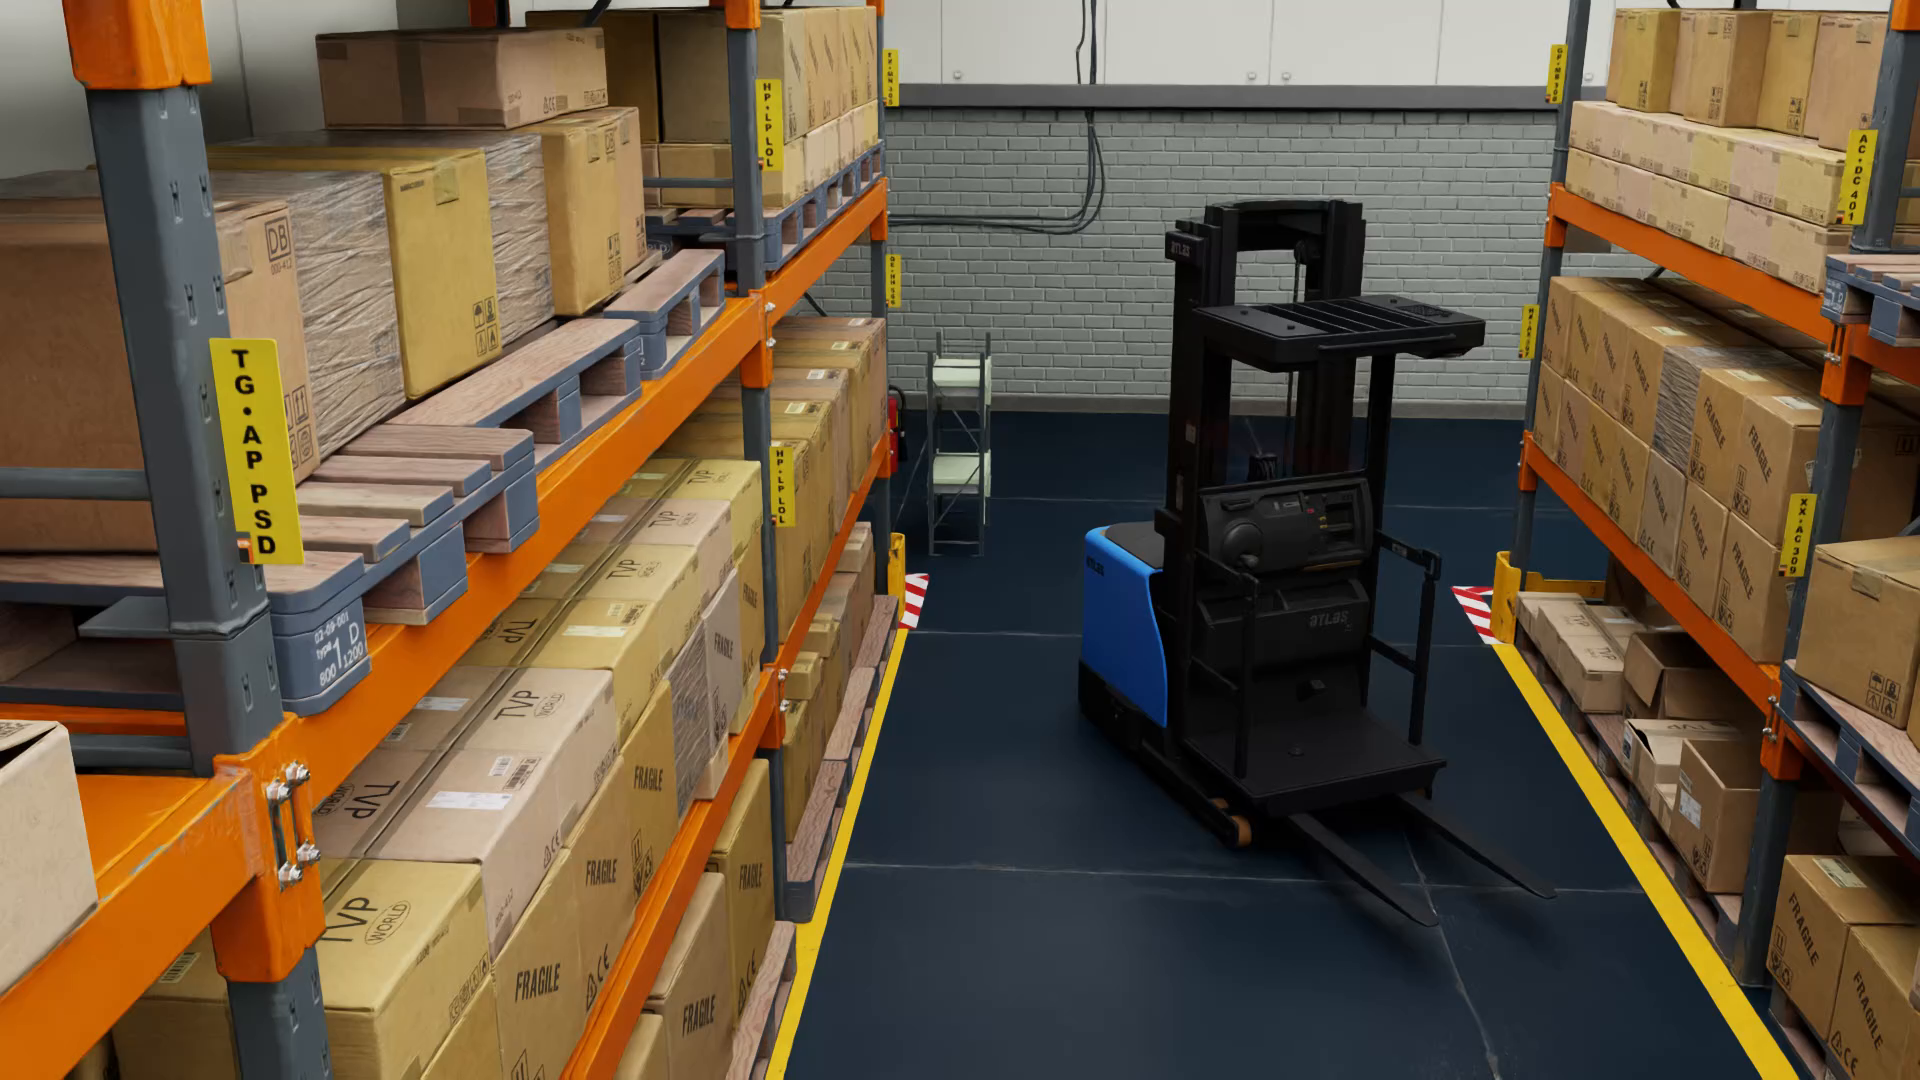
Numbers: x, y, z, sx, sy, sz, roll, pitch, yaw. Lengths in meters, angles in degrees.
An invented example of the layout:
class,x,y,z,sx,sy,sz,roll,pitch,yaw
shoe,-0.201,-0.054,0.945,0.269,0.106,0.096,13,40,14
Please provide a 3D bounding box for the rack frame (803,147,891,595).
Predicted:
class,x,y,z,sx,sy,sz,roll,pitch,yaw
rack frame,-0.954,-0.947,10.496,1.000,3.000,0.127,1,18,4

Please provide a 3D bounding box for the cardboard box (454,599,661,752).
class,x,y,z,sx,sy,sz,roll,pitch,yaw
cardboard box,-1.137,0.367,4.612,0.500,0.250,0.500,1,18,3

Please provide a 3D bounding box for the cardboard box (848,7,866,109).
class,x,y,z,sx,sy,sz,roll,pitch,yaw
cardboard box,-0.781,-2.516,8.669,0.500,0.500,0.500,2,18,6

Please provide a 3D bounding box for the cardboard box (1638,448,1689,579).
class,x,y,z,sx,sy,sz,roll,pitch,yaw
cardboard box,3.551,-0.124,7.822,0.500,0.500,0.500,2,18,5

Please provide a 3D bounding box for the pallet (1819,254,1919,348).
class,x,y,z,sx,sy,sz,roll,pitch,yaw
pallet,3.584,-0.731,5.320,1.213,0.211,1.003,1,18,4

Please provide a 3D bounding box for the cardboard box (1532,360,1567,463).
class,x,y,z,sx,sy,sz,roll,pitch,yaw
cardboard box,3.693,-0.753,9.744,0.500,0.500,0.500,2,18,5

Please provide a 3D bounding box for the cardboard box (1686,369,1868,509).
class,x,y,z,sx,sy,sz,roll,pitch,yaw
cardboard box,3.513,-0.440,7.182,0.500,0.500,0.500,1,18,3

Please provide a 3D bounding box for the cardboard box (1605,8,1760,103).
class,x,y,z,sx,sy,sz,roll,pitch,yaw
cardboard box,3.967,-2.626,9.036,0.700,0.500,0.500,1,18,4

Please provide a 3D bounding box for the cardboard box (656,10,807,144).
class,x,y,z,sx,sy,sz,roll,pitch,yaw
cardboard box,-0.910,-1.878,6.720,0.500,0.500,0.500,1,18,3

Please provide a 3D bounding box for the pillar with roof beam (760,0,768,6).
class,x,y,z,sx,sy,sz,roll,pitch,yaw
pillar with roof beam,2.671,-4.560,11.887,9.100,9.000,0.400,1,18,4

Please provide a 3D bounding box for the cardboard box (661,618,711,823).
class,x,y,z,sx,sy,sz,roll,pitch,yaw
cardboard box,-1.093,0.560,5.225,0.500,0.500,0.500,1,18,4

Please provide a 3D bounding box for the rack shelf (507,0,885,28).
class,x,y,z,sx,sy,sz,roll,pitch,yaw
rack shelf,-1.097,-2.645,7.841,1.077,0.370,4.000,1,18,4

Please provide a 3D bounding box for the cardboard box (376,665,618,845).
class,x,y,z,sx,sy,sz,roll,pitch,yaw
cardboard box,-1.168,0.525,4.128,0.500,0.250,0.500,1,18,4

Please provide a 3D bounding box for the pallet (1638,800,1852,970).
class,x,y,z,sx,sy,sz,roll,pitch,yaw
pallet,3.751,1.517,7.456,1.003,0.211,1.213,1,18,4

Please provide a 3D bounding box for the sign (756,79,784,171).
class,x,y,z,sx,sy,sz,roll,pitch,yaw
sign,-0.698,-1.516,6.081,0.100,0.325,0.005,1,18,4

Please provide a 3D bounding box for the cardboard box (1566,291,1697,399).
class,x,y,z,sx,sy,sz,roll,pitch,yaw
cardboard box,3.663,-1.066,9.092,0.500,0.500,0.500,1,18,4

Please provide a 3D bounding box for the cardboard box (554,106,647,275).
class,x,y,z,sx,sy,sz,roll,pitch,yaw
cardboard box,-1.413,-1.116,5.327,0.700,0.500,0.500,0,18,1

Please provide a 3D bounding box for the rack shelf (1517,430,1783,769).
class,x,y,z,sx,sy,sz,roll,pitch,yaw
rack shelf,3.844,0.125,8.379,1.077,0.370,4.000,1,18,4

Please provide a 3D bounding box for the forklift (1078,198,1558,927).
class,x,y,z,sx,sy,sz,roll,pitch,yaw
forklift,1.682,-0.066,7.917,1.130,2.935,3.031,-7,19,-20

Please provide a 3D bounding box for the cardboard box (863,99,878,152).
class,x,y,z,sx,sy,sz,roll,pitch,yaw
cardboard box,-0.741,-2.315,9.259,0.500,0.250,0.500,2,18,6

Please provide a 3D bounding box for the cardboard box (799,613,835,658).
class,x,y,z,sx,sy,sz,roll,pitch,yaw
cardboard box,-0.841,0.481,8.436,0.380,0.149,0.250,1,18,2

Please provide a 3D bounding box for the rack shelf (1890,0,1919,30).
class,x,y,z,sx,sy,sz,roll,pitch,yaw
rack shelf,3.557,-1.293,3.715,1.077,0.370,4.000,1,18,4

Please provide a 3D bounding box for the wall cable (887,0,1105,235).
class,x,y,z,sx,sy,sz,roll,pitch,yaw
wall cable,-0.192,-4.071,15.382,3.097,2.526,0.112,1,18,4

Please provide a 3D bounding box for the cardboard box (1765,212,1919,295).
class,x,y,z,sx,sy,sz,roll,pitch,yaw
cardboard box,3.470,-1.106,6.406,0.500,0.250,0.500,1,18,4

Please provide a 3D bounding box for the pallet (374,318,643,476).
class,x,y,z,sx,sy,sz,roll,pitch,yaw
pallet,-1.457,-0.347,4.150,1.003,0.211,1.213,2,18,6

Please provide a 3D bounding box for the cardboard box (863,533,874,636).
class,x,y,z,sx,sy,sz,roll,pitch,yaw
cardboard box,-0.904,0.261,10.150,0.700,0.500,0.500,1,18,4

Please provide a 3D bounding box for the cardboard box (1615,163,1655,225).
class,x,y,z,sx,sy,sz,roll,pitch,yaw
cardboard box,3.614,-1.728,8.302,0.500,0.250,0.500,1,18,4

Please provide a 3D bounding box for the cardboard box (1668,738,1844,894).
class,x,y,z,sx,sy,sz,roll,pitch,yaw
cardboard box,3.459,1.200,7.251,0.500,0.500,0.500,1,18,4

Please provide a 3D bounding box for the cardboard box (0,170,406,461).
class,x,y,z,sx,sy,sz,roll,pitch,yaw
cardboard box,-1.564,-0.462,3.332,0.700,0.500,0.500,0,18,1

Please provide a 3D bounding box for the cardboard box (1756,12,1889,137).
class,x,y,z,sx,sy,sz,roll,pitch,yaw
cardboard box,3.905,-2.003,7.135,0.700,0.500,0.500,1,18,4

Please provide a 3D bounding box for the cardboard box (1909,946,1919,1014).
class,x,y,z,sx,sy,sz,roll,pitch,yaw
cardboard box,3.351,1.482,5.185,0.500,0.250,0.500,1,18,4

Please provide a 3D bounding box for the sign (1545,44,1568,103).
class,x,y,z,sx,sy,sz,roll,pitch,yaw
sign,3.446,-2.691,9.596,0.100,0.325,0.005,1,18,4

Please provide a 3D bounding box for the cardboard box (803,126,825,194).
class,x,y,z,sx,sy,sz,roll,pitch,yaw
cardboard box,-0.877,-1.673,7.299,0.500,0.250,0.500,1,18,3

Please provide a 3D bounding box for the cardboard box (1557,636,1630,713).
class,x,y,z,sx,sy,sz,roll,pitch,yaw
cardboard box,3.594,0.733,9.078,0.500,0.250,0.500,1,18,4

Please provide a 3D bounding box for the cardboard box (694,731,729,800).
class,x,y,z,sx,sy,sz,roll,pitch,yaw
cardboard box,-1.001,0.758,5.663,0.380,0.149,0.250,1,18,4

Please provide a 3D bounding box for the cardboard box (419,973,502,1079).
class,x,y,z,sx,sy,sz,roll,pitch,yaw
cardboard box,-1.237,1.194,3.291,0.500,0.500,0.500,2,18,6

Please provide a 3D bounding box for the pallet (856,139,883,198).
class,x,y,z,sx,sy,sz,roll,pitch,yaw
pallet,-0.996,-2.100,9.339,1.003,0.211,1.213,1,18,4

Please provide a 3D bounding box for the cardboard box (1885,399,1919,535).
class,x,y,z,sx,sy,sz,roll,pitch,yaw
cardboard box,4.015,-0.258,6.627,0.500,0.500,0.500,2,18,5

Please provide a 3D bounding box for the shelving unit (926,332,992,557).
class,x,y,z,sx,sy,sz,roll,pitch,yaw
shelving unit,0.000,-0.711,12.183,0.431,1.500,0.755,1,18,4

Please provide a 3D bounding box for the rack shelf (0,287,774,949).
class,x,y,z,sx,sy,sz,roll,pitch,yaw
rack shelf,-1.384,-0.167,4.454,1.077,0.370,4.000,1,18,4

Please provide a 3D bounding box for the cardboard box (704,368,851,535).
class,x,y,z,sx,sy,sz,roll,pitch,yaw
cardboard box,-1.085,-0.468,8.553,0.980,0.700,0.700,0,18,1

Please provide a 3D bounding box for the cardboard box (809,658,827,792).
class,x,y,z,sx,sy,sz,roll,pitch,yaw
cardboard box,-1.045,0.898,8.206,0.700,0.500,0.500,1,18,3

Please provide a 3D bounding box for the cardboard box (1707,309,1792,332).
class,x,y,z,sx,sy,sz,roll,pitch,yaw
cardboard box,4.162,-0.898,8.580,0.500,0.500,0.500,2,18,5

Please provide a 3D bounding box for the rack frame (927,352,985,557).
class,x,y,z,sx,sy,sz,roll,pitch,yaw
rack frame,-0.027,-0.597,11.836,0.400,1.500,0.023,1,18,4

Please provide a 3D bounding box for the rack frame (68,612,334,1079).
class,x,y,z,sx,sy,sz,roll,pitch,yaw
rack frame,-1.527,1.538,2.913,1.000,3.000,0.127,1,18,4

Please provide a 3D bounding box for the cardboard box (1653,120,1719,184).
class,x,y,z,sx,sy,sz,roll,pitch,yaw
cardboard box,3.579,-1.810,7.750,0.500,0.250,0.500,1,18,4

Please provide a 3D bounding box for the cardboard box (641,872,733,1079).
class,x,y,z,sx,sy,sz,roll,pitch,yaw
cardboard box,-1.218,1.598,5.507,0.750,0.750,0.750,2,18,6

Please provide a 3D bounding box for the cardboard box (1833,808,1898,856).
class,x,y,z,sx,sy,sz,roll,pitch,yaw
cardboard box,3.947,1.348,7.104,0.500,0.311,0.500,1,18,4
